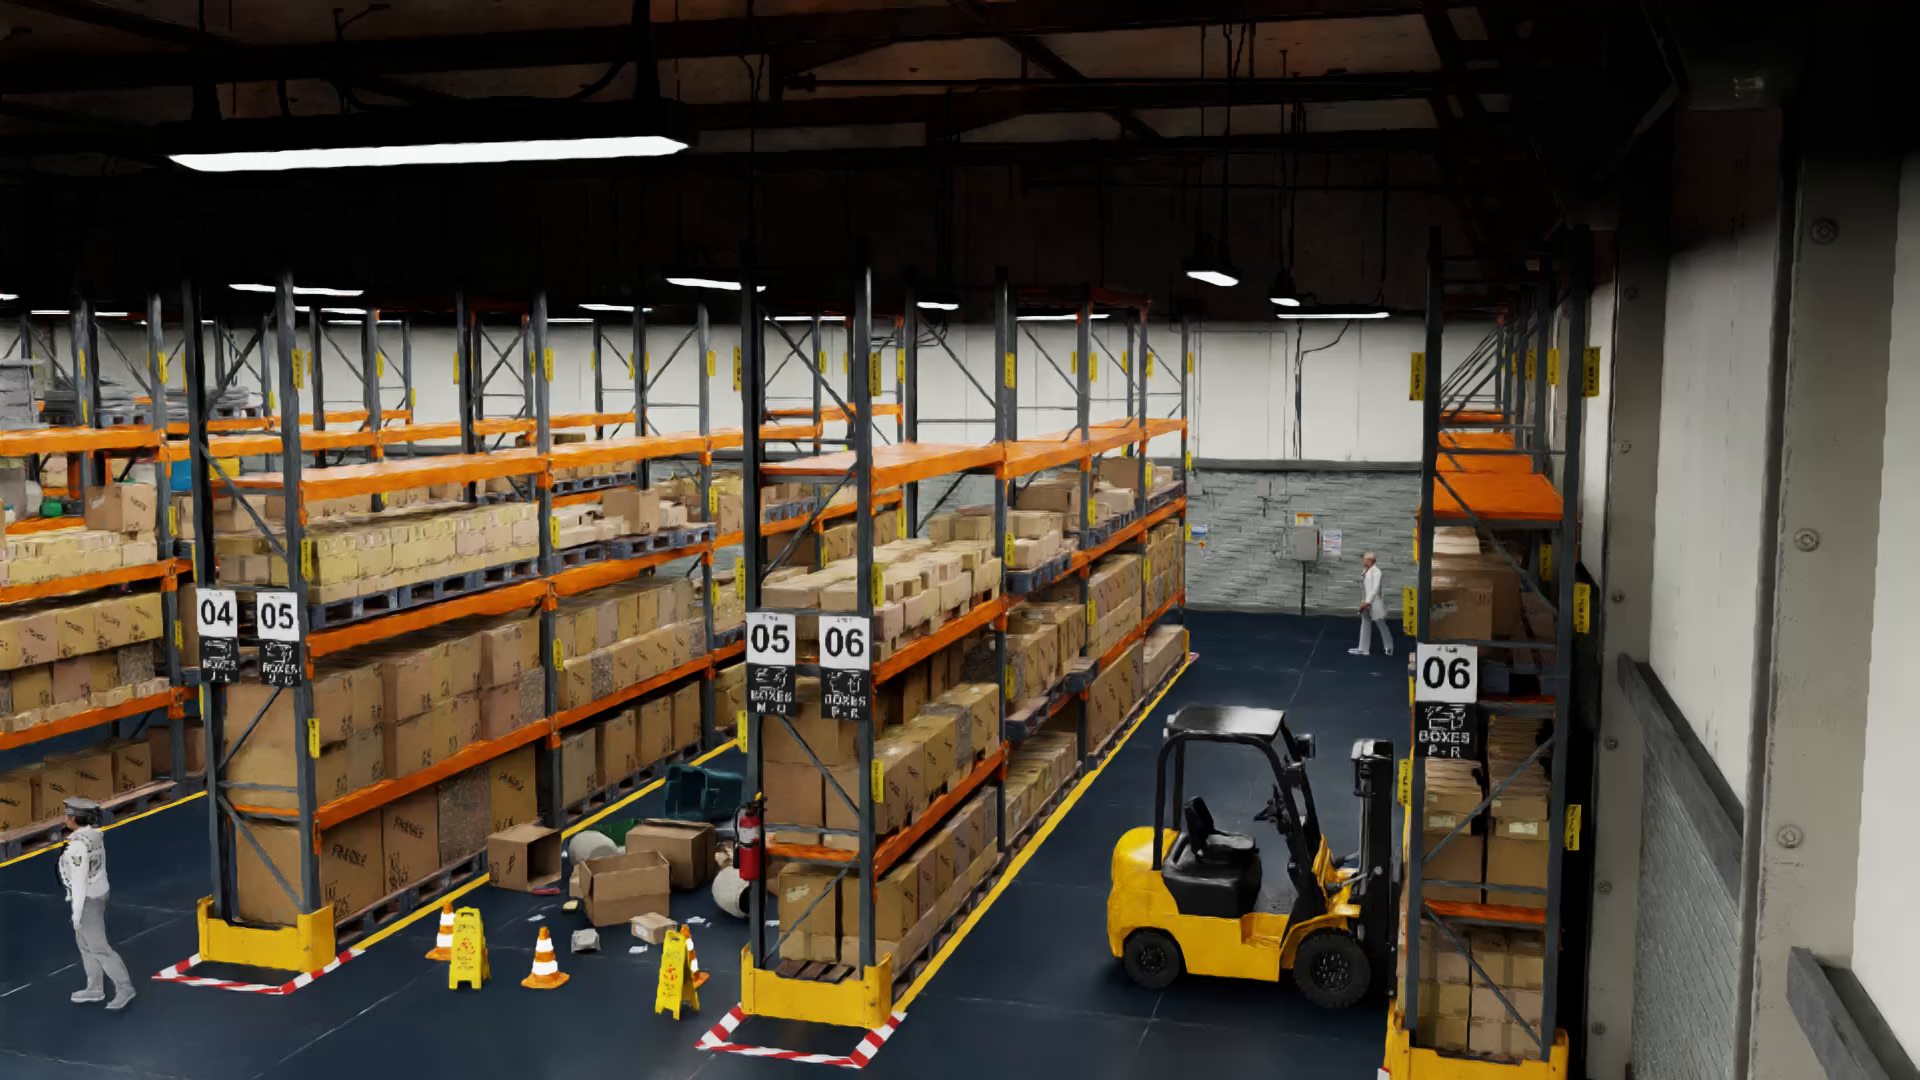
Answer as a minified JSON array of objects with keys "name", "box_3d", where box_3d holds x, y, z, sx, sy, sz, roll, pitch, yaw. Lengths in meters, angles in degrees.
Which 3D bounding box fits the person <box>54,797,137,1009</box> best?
[{"name":"person","box_3d":[-6.878,2.873,13.239,0.513,1.668,0.572,-1,7,-12]}]

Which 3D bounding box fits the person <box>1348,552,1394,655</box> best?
[{"name":"person","box_3d":[7.103,1.095,28.559,0.767,1.770,0.605,-1,7,-12]}]

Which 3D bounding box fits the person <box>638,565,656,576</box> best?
[{"name":"person","box_3d":[-6.101,0.684,32.045,0.771,1.769,0.575,-5,8,-38]}]
